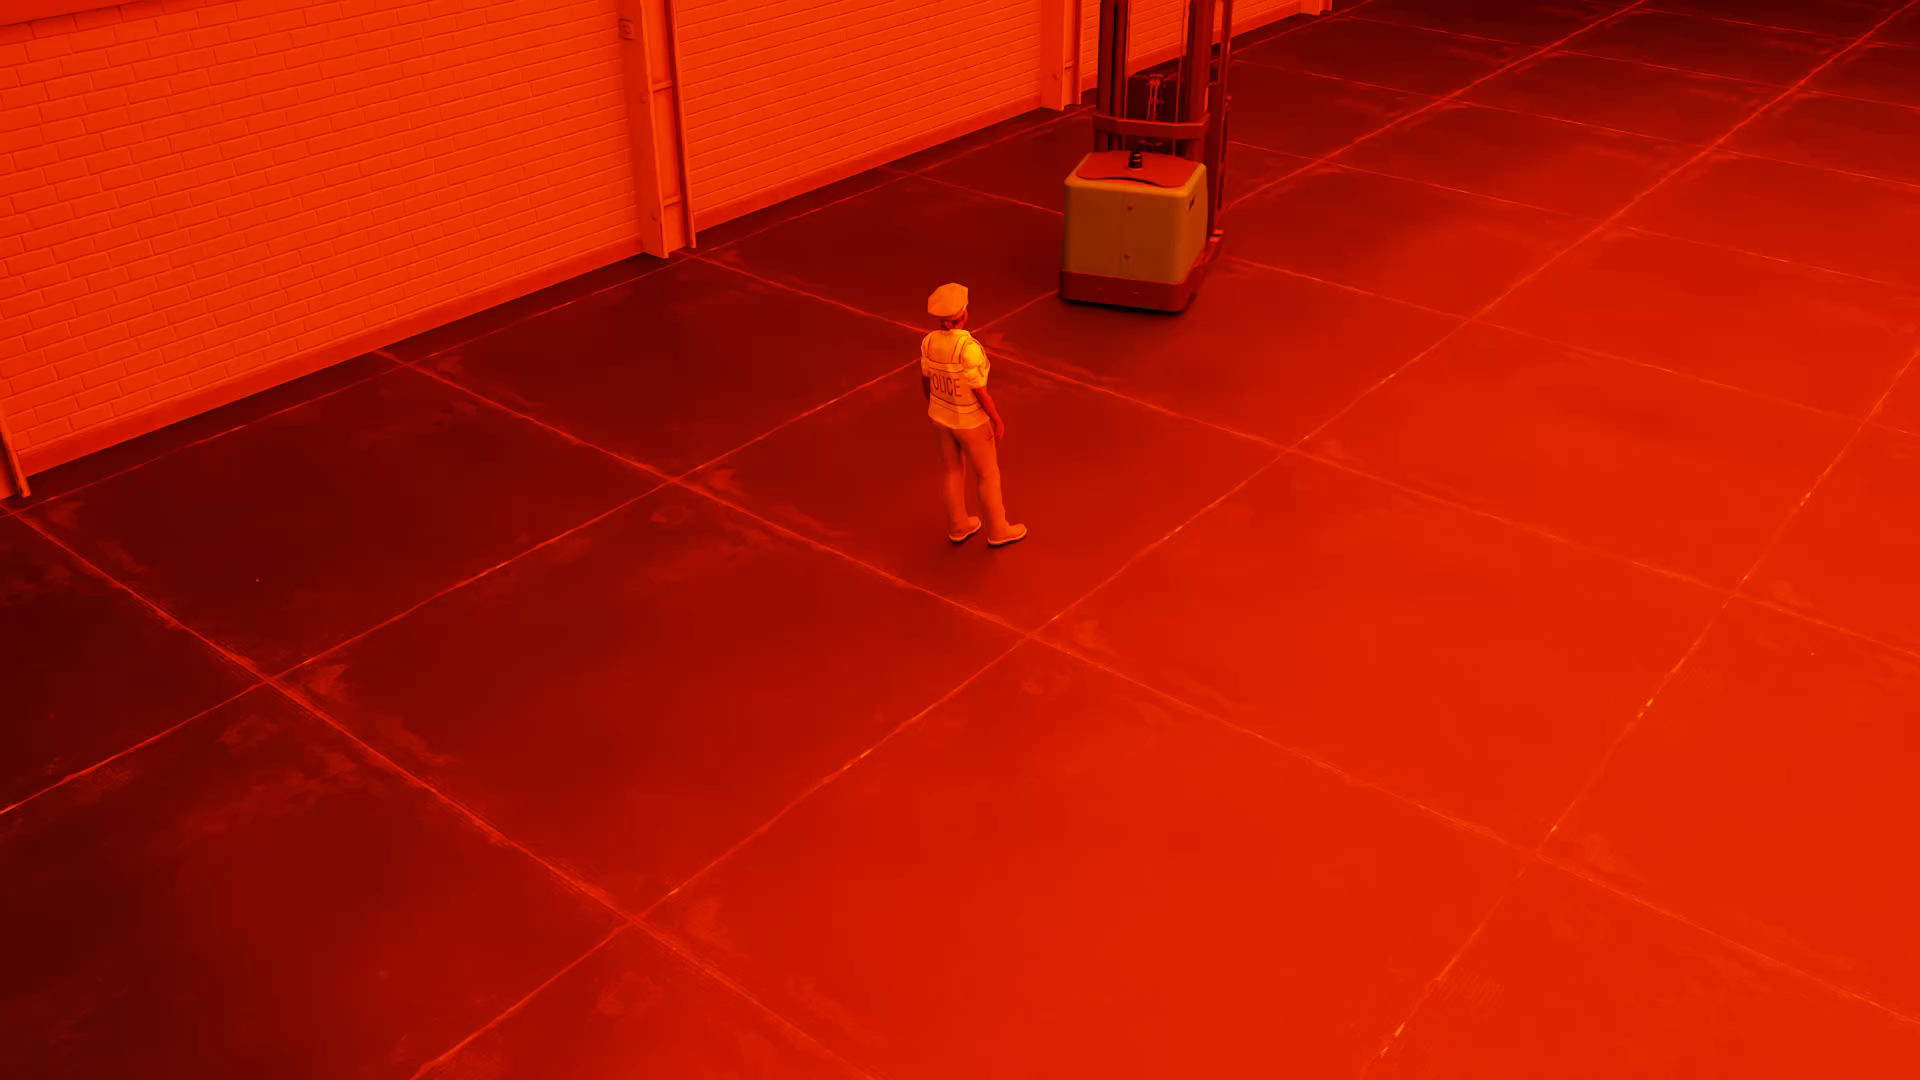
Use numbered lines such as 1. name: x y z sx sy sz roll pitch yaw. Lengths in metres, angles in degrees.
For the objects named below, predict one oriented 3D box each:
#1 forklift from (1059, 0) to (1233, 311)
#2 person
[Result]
1. forklift: 1.765 -3.857 14.197 1.130 2.935 3.031 9 32 16
2. person: 0.063 -0.761 10.108 0.569 1.695 0.530 22 37 33
